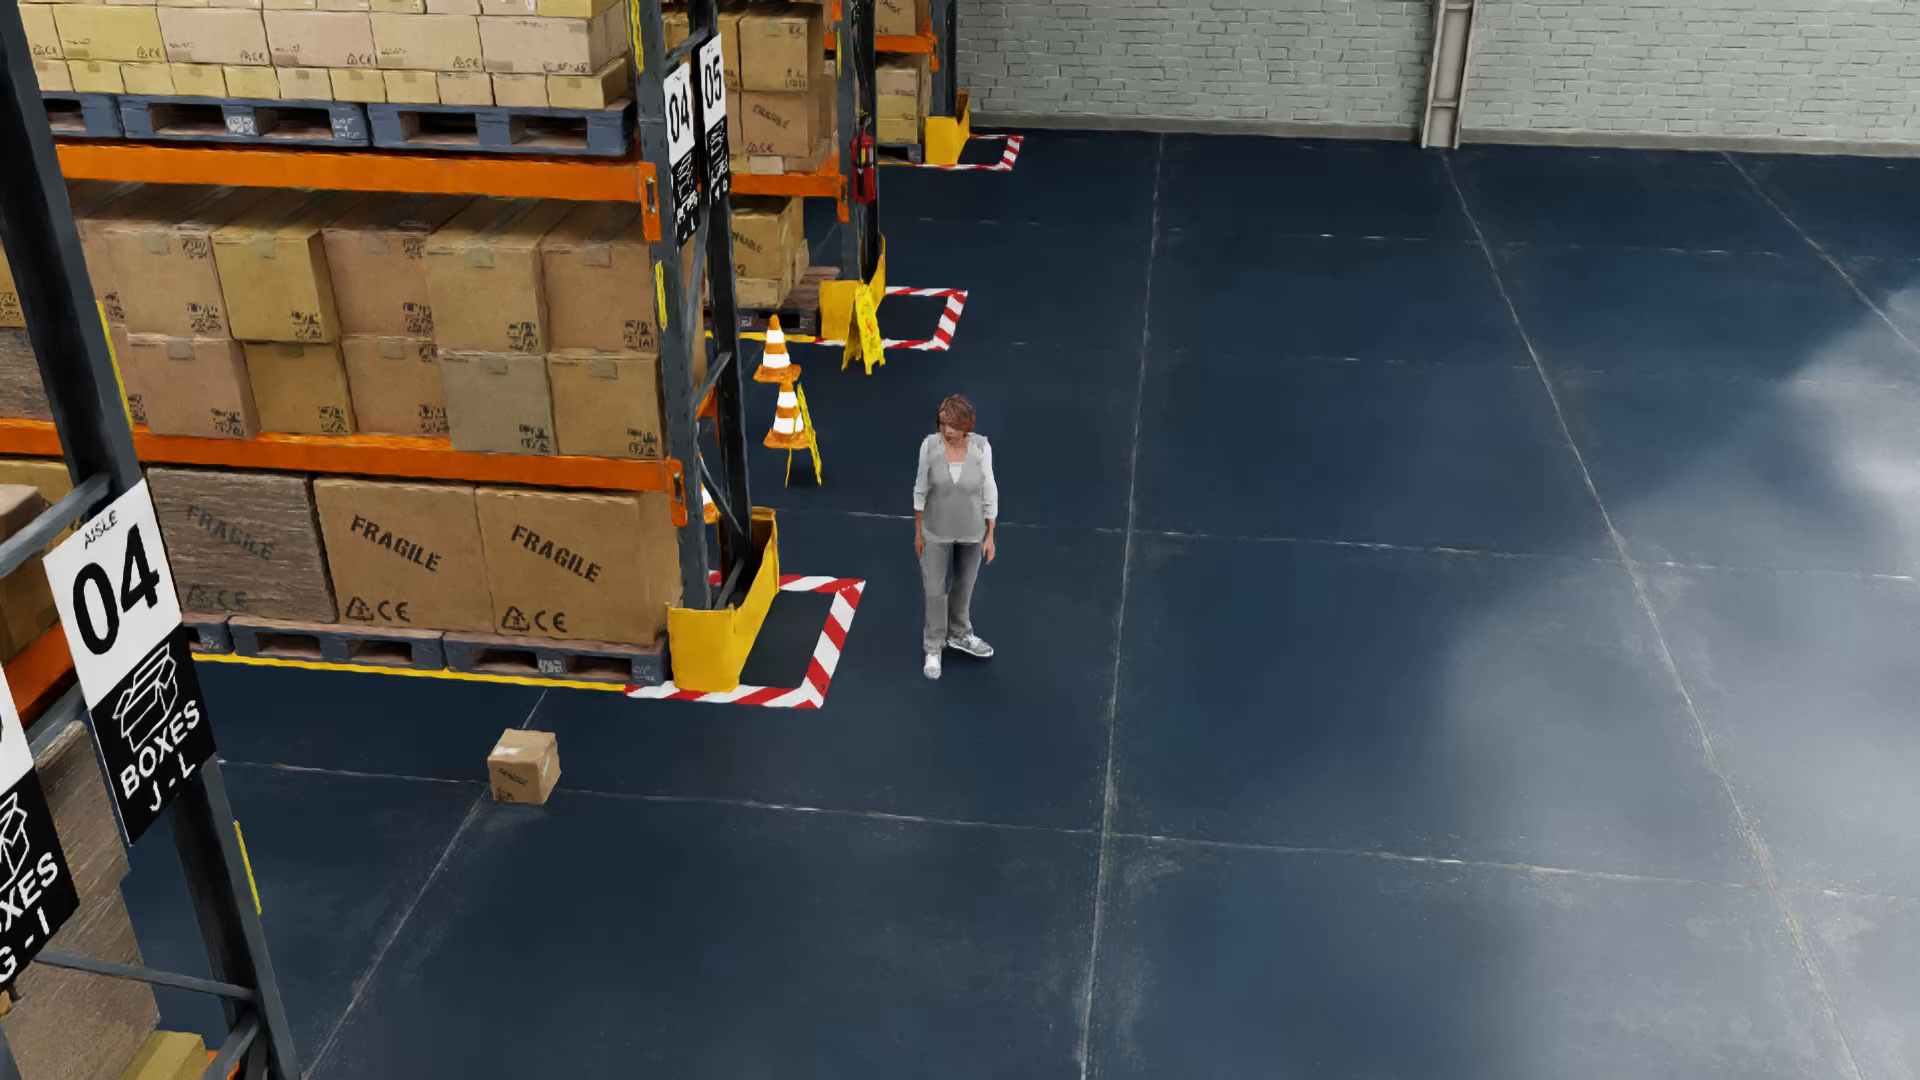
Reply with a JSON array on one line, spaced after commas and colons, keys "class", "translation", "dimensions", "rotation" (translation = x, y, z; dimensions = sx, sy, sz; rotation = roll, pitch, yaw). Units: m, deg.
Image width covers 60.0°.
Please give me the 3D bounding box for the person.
[{"class": "person", "translation": [-0.025, -0.022, 8.686], "dimensions": [0.434, 1.641, 0.384], "rotation": [-4, 29, -7]}]
